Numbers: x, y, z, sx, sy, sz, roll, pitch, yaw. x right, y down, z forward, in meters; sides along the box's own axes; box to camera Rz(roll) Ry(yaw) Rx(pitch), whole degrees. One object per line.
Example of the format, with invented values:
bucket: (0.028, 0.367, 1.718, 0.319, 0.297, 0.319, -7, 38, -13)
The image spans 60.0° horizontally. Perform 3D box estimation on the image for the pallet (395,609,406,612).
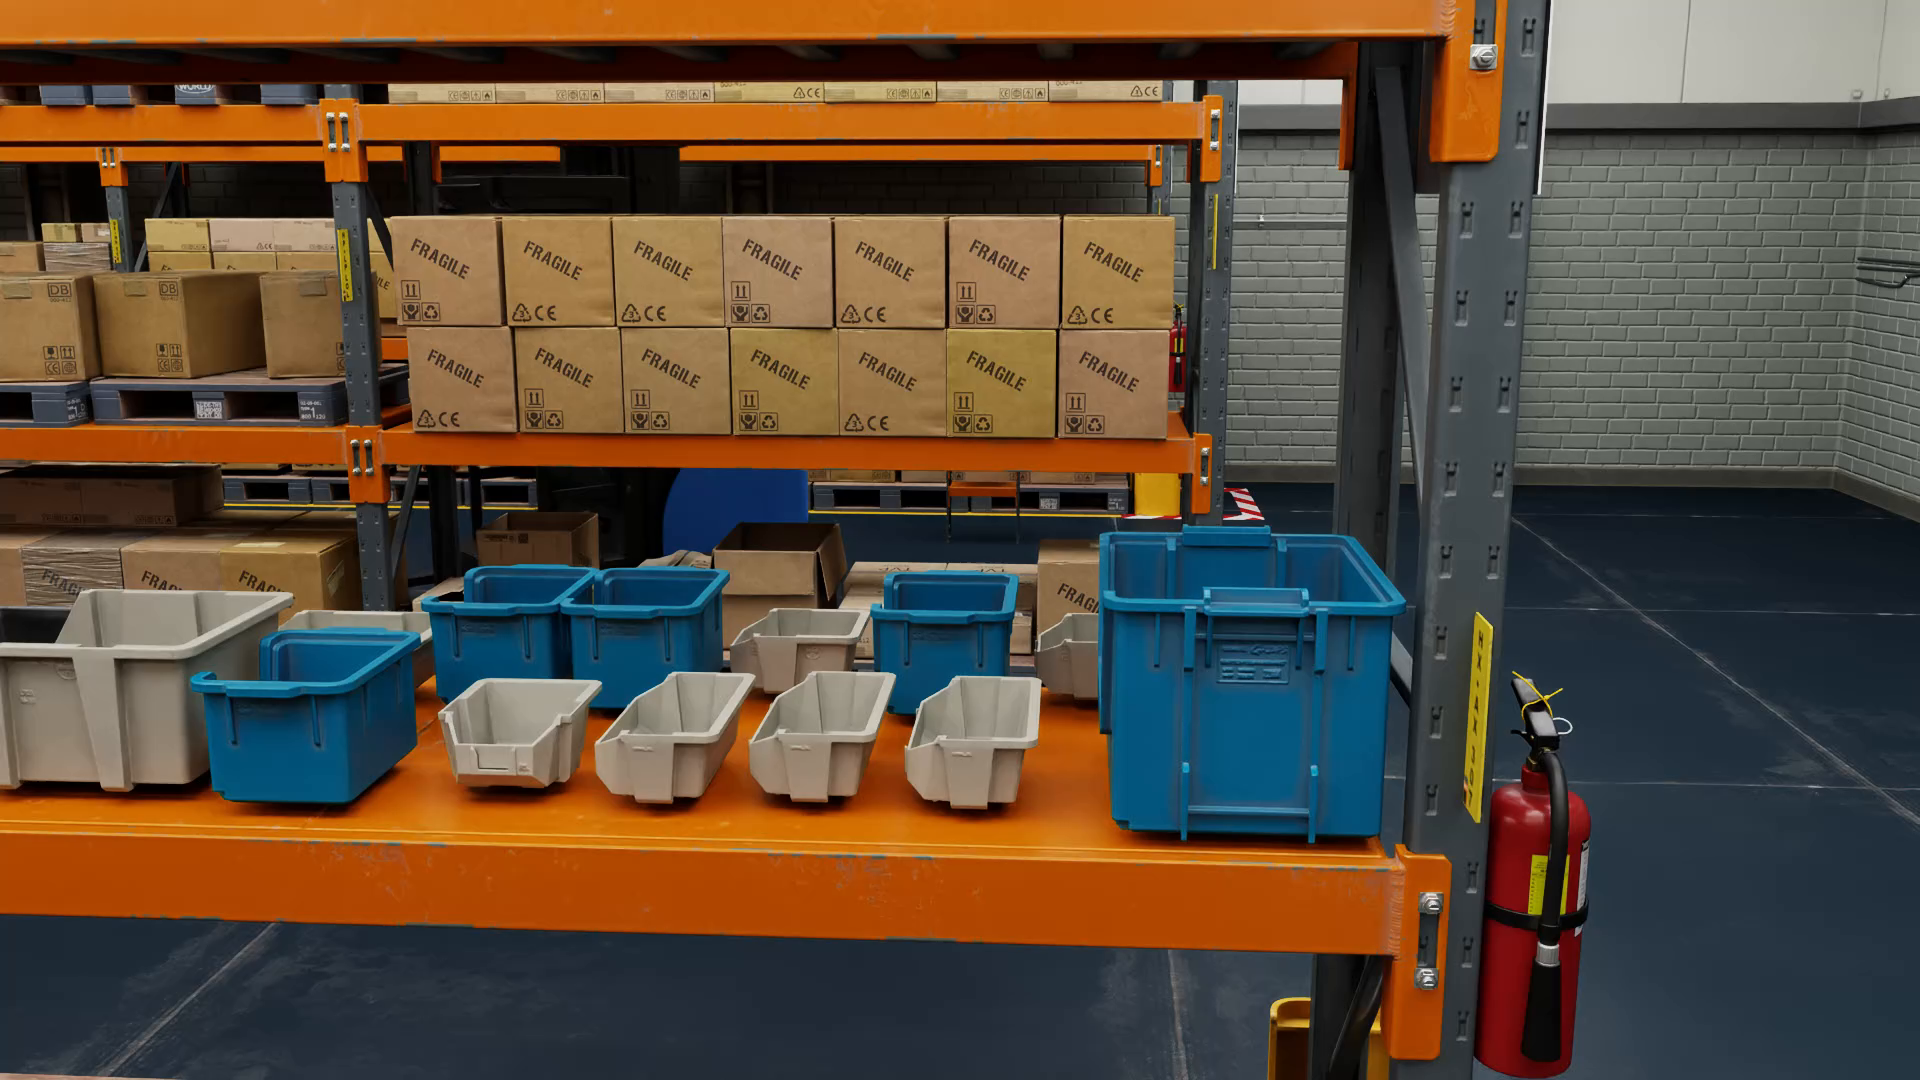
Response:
pallet: (-3.616, 0.548, 8.634, 1.213, 0.211, 1.003, 1, 12, 4)

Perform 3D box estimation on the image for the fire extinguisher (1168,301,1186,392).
fire extinguisher: (1.636, -1.454, 12.494, 0.183, 0.674, 0.296, 1, 12, 4)

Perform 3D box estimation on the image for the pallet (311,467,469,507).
pallet: (-4.470, -0.472, 13.510, 1.213, 0.211, 1.003, 1, 12, 4)

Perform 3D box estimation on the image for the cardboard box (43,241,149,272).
cardboard box: (-6.936, -2.149, 13.397, 0.500, 0.500, 0.700, -1, 12, -3)

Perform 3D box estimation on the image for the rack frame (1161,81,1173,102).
rack frame: (1.516, -4.707, 12.294, 0.127, 3.000, 1.000, 1, 12, 4)

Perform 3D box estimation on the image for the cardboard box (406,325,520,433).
cardboard box: (-2.312, -0.800, 8.022, 0.500, 0.500, 0.500, 1, 12, 5)

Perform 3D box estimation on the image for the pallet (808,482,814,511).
pallet: (-1.722, -0.434, 13.329, 1.213, 0.211, 1.003, 1, 12, 4)

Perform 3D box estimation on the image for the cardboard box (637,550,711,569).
cardboard box: (-1.467, 0.247, 8.753, 0.500, 0.311, 0.500, 1, 12, 4)

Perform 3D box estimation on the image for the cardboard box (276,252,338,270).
cardboard box: (-4.982, -2.010, 13.030, 0.500, 0.500, 0.500, 1, 12, 4)

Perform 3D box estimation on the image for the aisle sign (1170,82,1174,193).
aisle sign: (1.568, -2.981, 12.345, 0.004, 0.787, 0.394, 1, 12, 4)

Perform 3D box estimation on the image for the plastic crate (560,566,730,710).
plastic crate: (-0.684, 0.217, 3.668, 0.300, 0.233, 0.416, 1, 12, 4)

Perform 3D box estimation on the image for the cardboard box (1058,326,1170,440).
cardboard box: (0.724, -0.758, 7.823, 0.500, 0.500, 0.500, 1, 12, 5)

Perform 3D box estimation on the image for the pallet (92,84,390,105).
pallet: (-3.448, -2.213, 8.155, 1.003, 0.211, 1.213, 1, 12, 4)

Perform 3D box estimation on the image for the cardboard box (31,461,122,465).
cardboard box: (-7.188, -0.871, 13.639, 0.500, 0.500, 0.700, 1, 12, 5)

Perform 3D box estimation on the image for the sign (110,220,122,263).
sign: (-6.493, -2.297, 12.791, 0.005, 0.325, 0.100, 1, 12, 4)

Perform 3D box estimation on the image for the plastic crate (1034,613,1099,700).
plastic crate: (0.315, 0.261, 3.693, 0.298, 0.136, 0.250, 1, 12, 4)

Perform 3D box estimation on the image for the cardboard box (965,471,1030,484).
cardboard box: (0.312, -0.749, 13.102, 0.500, 0.500, 0.700, 1, 12, 4)

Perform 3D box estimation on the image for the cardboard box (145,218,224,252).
cardboard box: (-6.002, -2.393, 13.029, 0.500, 0.250, 0.500, 1, 12, 5)

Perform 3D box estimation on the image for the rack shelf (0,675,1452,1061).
rack shelf: (-1.142, 0.578, 3.437, 4.000, 0.370, 1.077, 1, 12, 4)

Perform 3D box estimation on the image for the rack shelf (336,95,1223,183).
rack shelf: (-0.807, -1.902, 7.968, 4.000, 0.370, 1.077, 1, 12, 4)

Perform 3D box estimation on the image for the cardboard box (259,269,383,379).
cardboard box: (-3.260, -1.120, 8.528, 0.500, 0.500, 0.700, -3, 12, -15)

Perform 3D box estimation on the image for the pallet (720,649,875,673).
pallet: (-0.897, 0.577, 8.494, 1.213, 0.211, 1.003, 1, 12, 4)

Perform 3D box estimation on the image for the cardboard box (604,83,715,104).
cardboard box: (-1.336, -2.136, 7.696, 0.500, 0.250, 0.500, 1, 12, 4)

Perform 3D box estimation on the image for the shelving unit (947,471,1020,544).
shelving unit: (0.165, -0.585, 11.634, 0.503, 1.200, 0.258, 1, 12, 4)

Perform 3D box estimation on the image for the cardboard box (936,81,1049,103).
cardboard box: (0.160, -2.116, 7.598, 0.500, 0.250, 0.500, 1, 12, 4)

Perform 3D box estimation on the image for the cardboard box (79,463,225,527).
cardboard box: (-4.266, -0.243, 8.801, 0.500, 0.250, 0.500, 1, 12, 4)

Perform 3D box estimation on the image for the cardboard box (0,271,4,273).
cardboard box: (-5.258, -1.086, 8.363, 0.500, 0.500, 0.700, 3, 12, 14)

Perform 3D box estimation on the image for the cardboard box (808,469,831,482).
cardboard box: (-1.235, -0.769, 13.198, 0.500, 0.500, 0.700, 1, 12, 3)

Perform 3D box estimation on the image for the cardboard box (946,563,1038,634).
cardboard box: (0.166, 0.299, 8.652, 0.500, 0.250, 0.500, 1, 12, 4)

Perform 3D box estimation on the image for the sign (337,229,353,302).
sign: (-2.836, -1.267, 7.671, 0.005, 0.325, 0.100, 1, 12, 4)

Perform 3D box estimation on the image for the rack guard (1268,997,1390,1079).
rack guard: (0.879, 1.474, 3.500, 0.348, 0.500, 1.175, 1, 12, 4)

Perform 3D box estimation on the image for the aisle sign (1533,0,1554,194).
aisle sign: (0.906, -0.959, 2.676, 0.004, 0.787, 0.394, 1, 12, 4)

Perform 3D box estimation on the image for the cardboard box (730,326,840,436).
cardboard box: (-0.794, -0.780, 7.925, 0.500, 0.500, 0.500, 1, 12, 3)

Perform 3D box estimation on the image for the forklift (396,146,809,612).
forklift: (-2.403, -1.045, 9.607, 3.031, 2.935, 1.130, -9, 15, -37)

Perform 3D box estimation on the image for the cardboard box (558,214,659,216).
cardboard box: (-1.769, -1.392, 8.408, 0.500, 0.500, 0.500, 1, 12, 3)

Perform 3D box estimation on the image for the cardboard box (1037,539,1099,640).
cardboard box: (0.630, 0.292, 8.076, 0.500, 0.500, 0.500, 1, 12, 4)

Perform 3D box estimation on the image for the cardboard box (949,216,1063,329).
cardboard box: (0.222, -1.254, 7.750, 0.500, 0.500, 0.500, 1, 12, 5)

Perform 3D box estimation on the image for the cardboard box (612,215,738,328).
cardboard box: (-1.323, -1.274, 7.846, 0.500, 0.500, 0.500, 0, 12, 2)

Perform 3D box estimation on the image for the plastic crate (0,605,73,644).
plastic crate: (-2.002, 0.264, 3.706, 0.590, 0.125, 0.437, 1, 12, 4)

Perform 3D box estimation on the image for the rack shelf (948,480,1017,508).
rack shelf: (0.165, -0.325, 11.689, 0.480, 0.148, 0.258, 1, 12, 4)

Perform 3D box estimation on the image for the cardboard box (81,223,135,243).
cardboard box: (-6.812, -2.461, 13.303, 0.250, 0.149, 0.380, -1, 12, -4)

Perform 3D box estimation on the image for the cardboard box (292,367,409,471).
cardboard box: (-4.868, -0.984, 13.369, 0.750, 0.750, 0.750, 1, 12, 3)

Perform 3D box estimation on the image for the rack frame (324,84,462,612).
rack frame: (-2.802, -0.814, 8.332, 0.127, 3.000, 1.000, 1, 12, 4)

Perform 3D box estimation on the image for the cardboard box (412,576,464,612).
cardboard box: (-2.398, 0.337, 8.323, 0.500, 0.311, 0.500, 1, 12, 4)

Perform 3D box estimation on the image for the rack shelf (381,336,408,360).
rack shelf: (-4.471, -1.501, 13.374, 4.000, 0.370, 1.077, 1, 12, 4)

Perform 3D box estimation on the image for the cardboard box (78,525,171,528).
cardboard box: (-4.300, 0.125, 8.876, 0.500, 0.500, 0.500, 1, 12, 4)

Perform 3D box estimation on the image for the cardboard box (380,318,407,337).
cardboard box: (-4.360, -1.692, 13.094, 0.250, 0.149, 0.380, 1, 12, 6)

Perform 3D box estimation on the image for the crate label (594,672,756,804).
crate label: (-0.539, 0.373, 3.158, 0.243, 0.136, 0.396, 1, 12, 4)

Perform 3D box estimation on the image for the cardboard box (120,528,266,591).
cardboard box: (-3.807, 0.238, 8.336, 0.500, 0.500, 0.500, 1, 12, 4)

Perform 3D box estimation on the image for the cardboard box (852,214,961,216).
cardboard box: (-0.257, -1.371, 8.309, 0.500, 0.500, 0.500, 1, 12, 5)
